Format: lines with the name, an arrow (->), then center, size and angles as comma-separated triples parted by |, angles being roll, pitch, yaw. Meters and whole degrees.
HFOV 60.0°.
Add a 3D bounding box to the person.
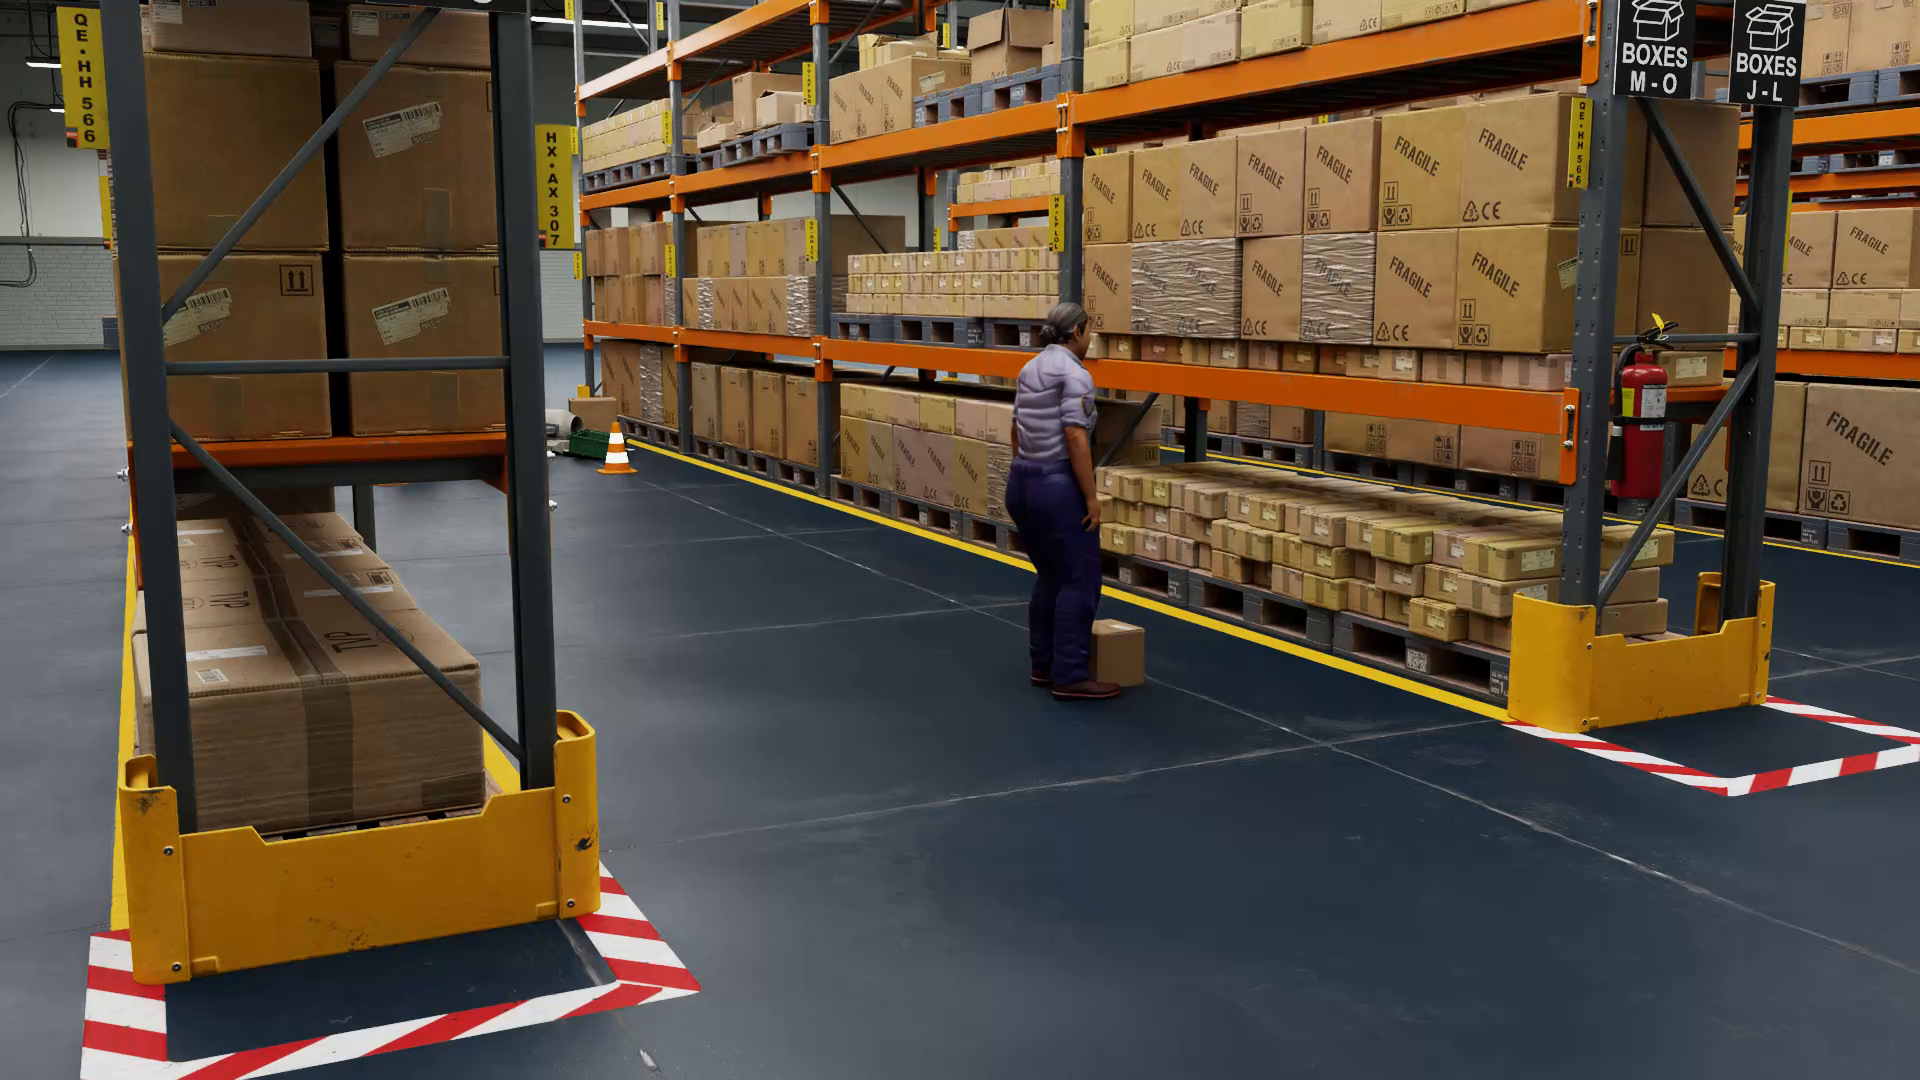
person -> 0.438, -0.178, 7.046 | 0.425, 1.651, 0.556 | -5, 10, -29
